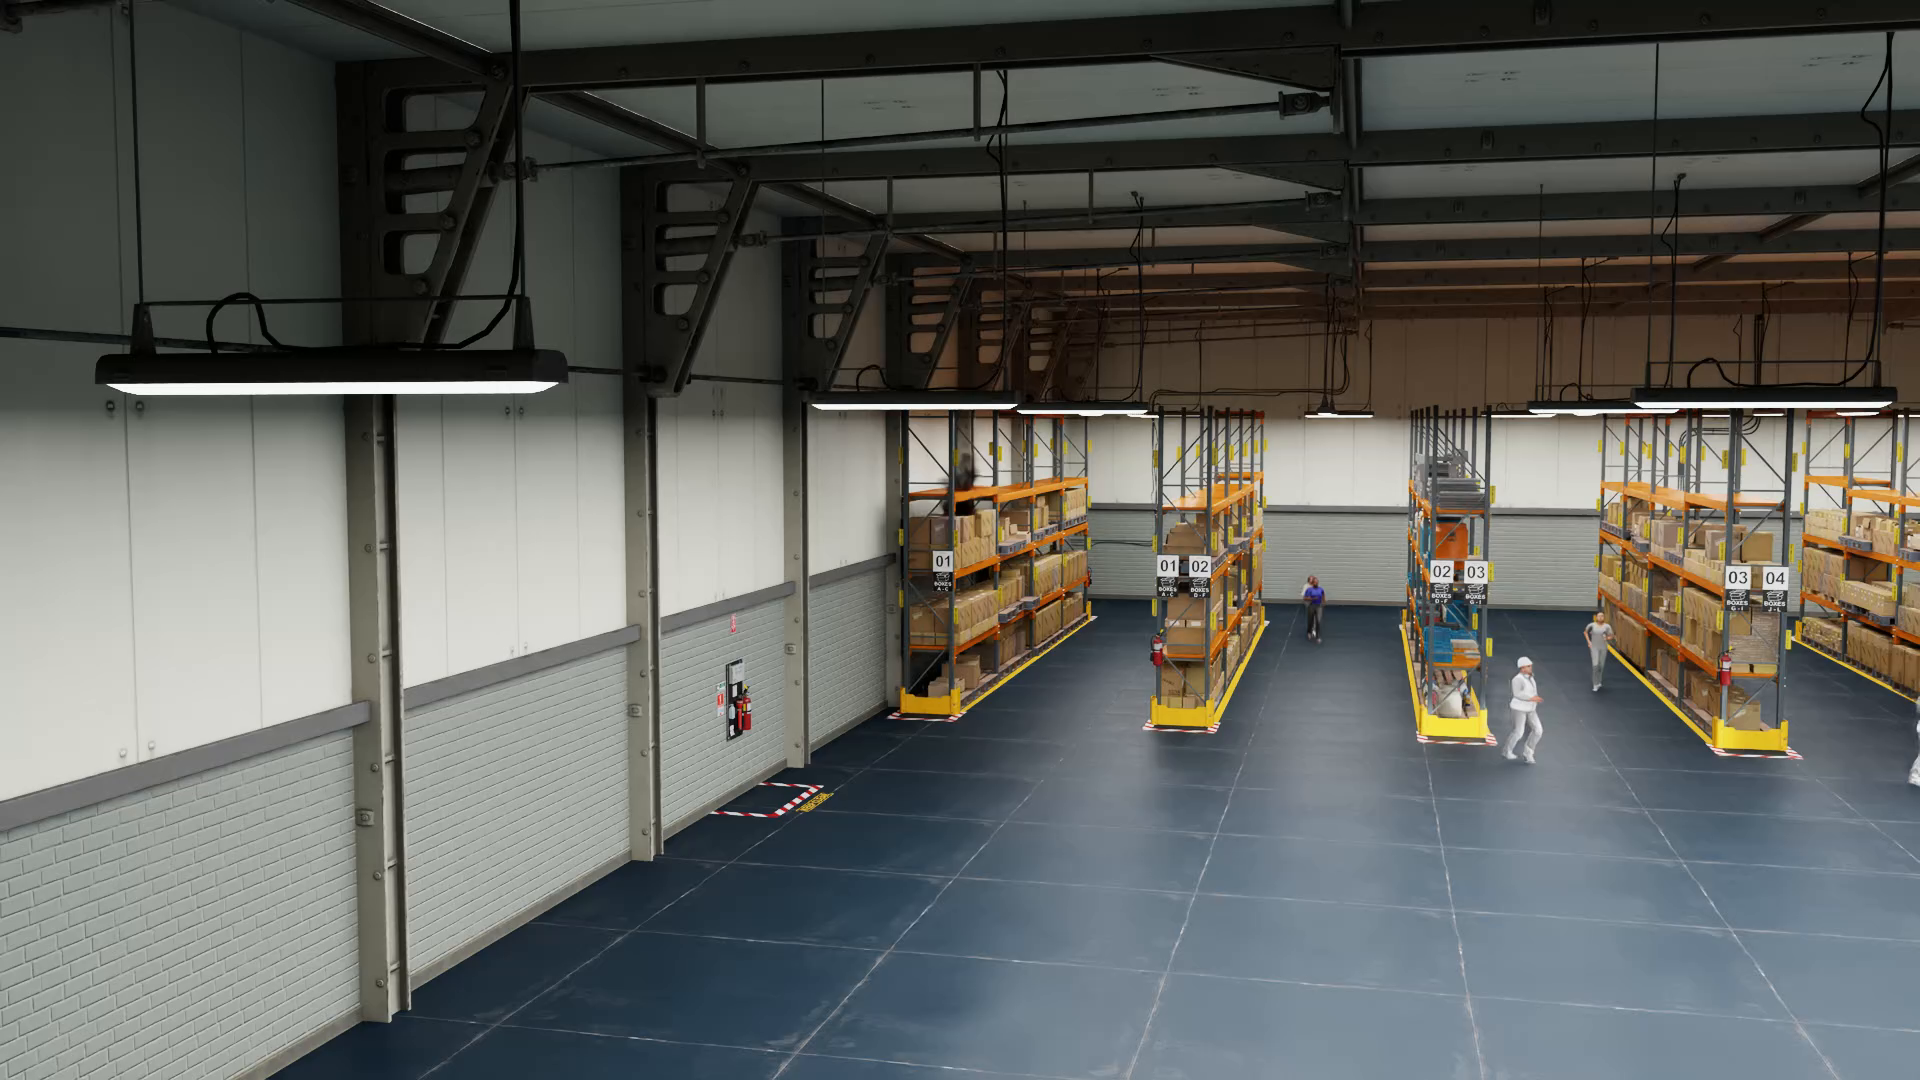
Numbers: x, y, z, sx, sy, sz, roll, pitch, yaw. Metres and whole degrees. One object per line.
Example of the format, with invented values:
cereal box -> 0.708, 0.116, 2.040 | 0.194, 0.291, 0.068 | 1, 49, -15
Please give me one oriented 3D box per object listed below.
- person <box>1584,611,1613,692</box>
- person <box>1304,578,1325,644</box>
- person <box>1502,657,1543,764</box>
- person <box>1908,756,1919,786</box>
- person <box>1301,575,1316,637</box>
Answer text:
person -> 13.594, 2.361, 35.394 | 0.555, 1.727, 0.683 | 1, 4, 12
person -> 9.152, 1.803, 42.917 | 0.604, 1.650, 0.900 | 0, 4, -2
person -> 9.442, 2.866, 27.785 | 0.676, 1.837, 0.735 | -3, 5, -38
person -> 15.054, 3.010, 25.650 | 0.642, 1.836, 0.748 | -3, 5, -39
person -> 9.381, 1.736, 44.468 | 0.525, 1.602, 0.877 | 0, 4, 6
